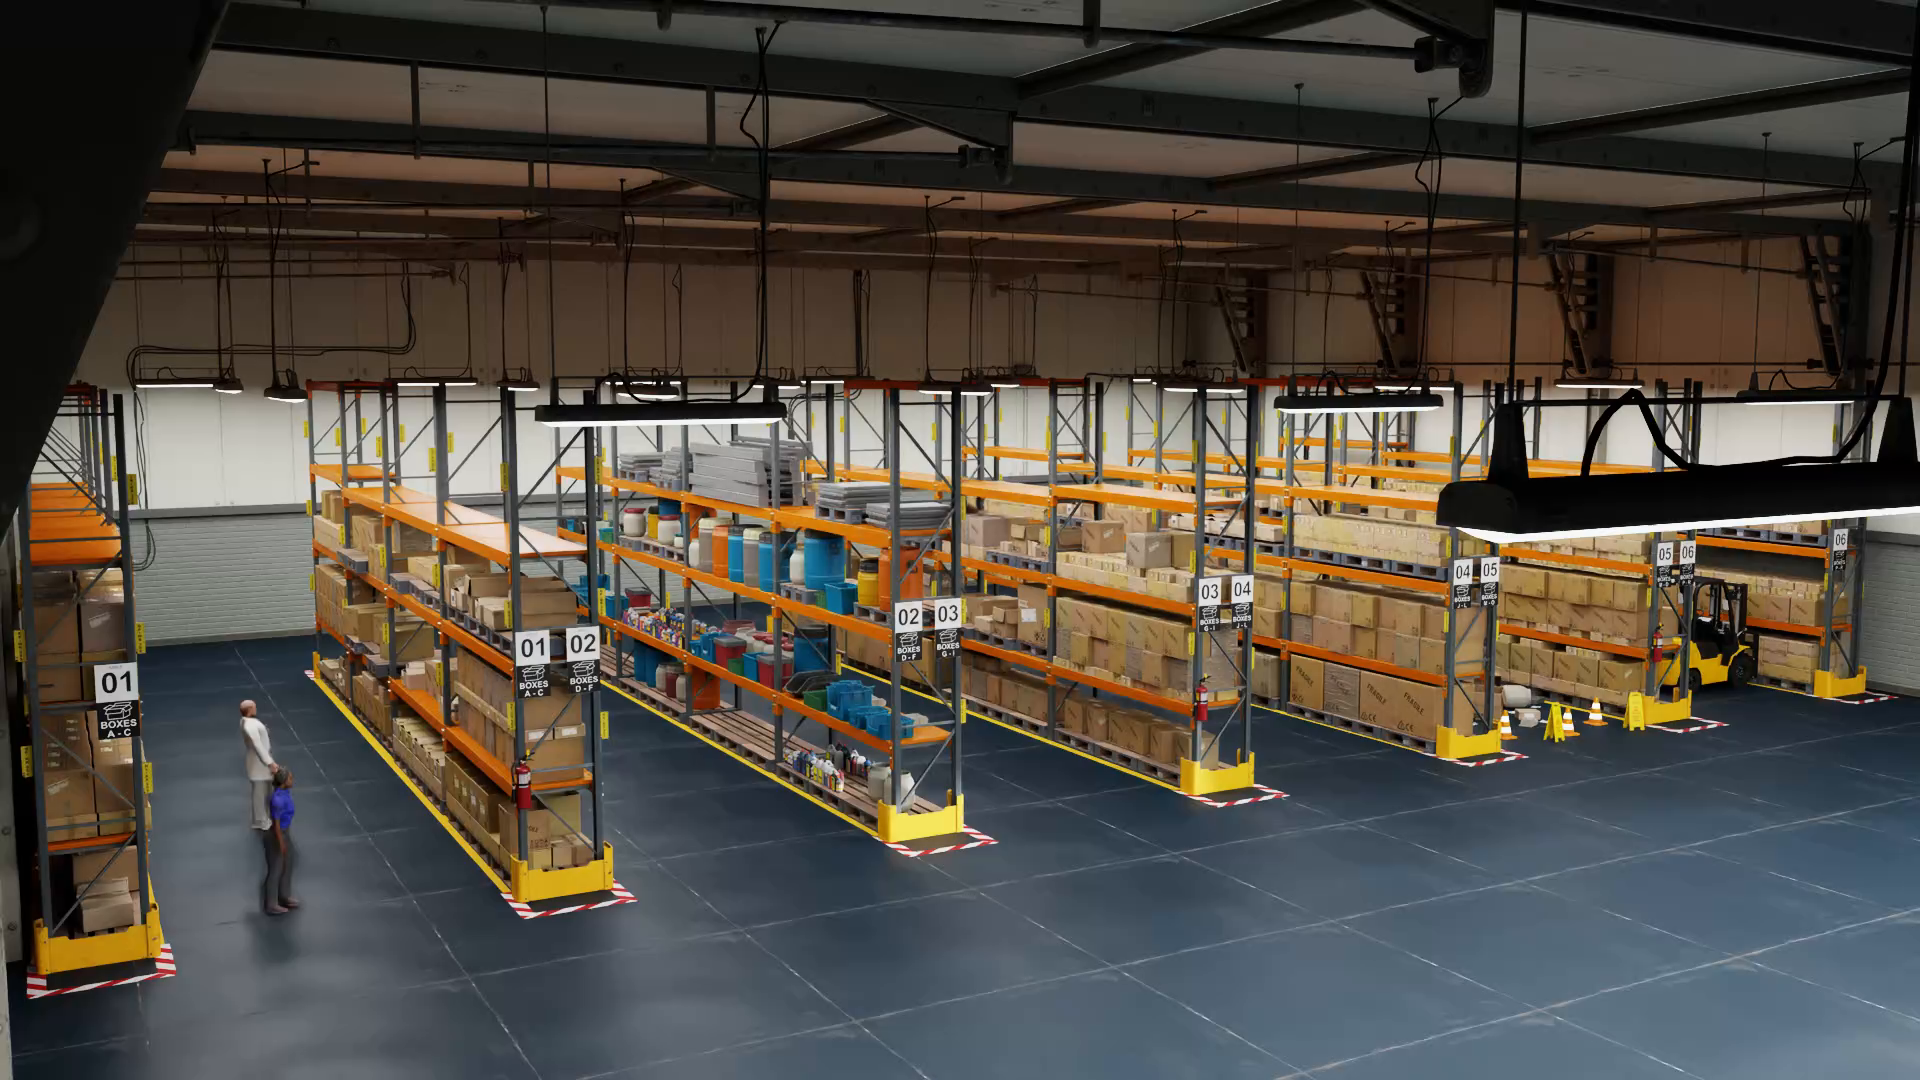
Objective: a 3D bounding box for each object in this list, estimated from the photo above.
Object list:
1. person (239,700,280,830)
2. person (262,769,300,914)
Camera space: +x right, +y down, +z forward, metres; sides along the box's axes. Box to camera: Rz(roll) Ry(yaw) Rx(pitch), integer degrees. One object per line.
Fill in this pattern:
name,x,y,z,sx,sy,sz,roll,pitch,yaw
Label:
person,-9.524,3.064,22.675,0.574,1.823,0.679,-1,6,-8
person,-7.885,3.468,19.280,0.381,1.667,0.542,-1,6,-6
